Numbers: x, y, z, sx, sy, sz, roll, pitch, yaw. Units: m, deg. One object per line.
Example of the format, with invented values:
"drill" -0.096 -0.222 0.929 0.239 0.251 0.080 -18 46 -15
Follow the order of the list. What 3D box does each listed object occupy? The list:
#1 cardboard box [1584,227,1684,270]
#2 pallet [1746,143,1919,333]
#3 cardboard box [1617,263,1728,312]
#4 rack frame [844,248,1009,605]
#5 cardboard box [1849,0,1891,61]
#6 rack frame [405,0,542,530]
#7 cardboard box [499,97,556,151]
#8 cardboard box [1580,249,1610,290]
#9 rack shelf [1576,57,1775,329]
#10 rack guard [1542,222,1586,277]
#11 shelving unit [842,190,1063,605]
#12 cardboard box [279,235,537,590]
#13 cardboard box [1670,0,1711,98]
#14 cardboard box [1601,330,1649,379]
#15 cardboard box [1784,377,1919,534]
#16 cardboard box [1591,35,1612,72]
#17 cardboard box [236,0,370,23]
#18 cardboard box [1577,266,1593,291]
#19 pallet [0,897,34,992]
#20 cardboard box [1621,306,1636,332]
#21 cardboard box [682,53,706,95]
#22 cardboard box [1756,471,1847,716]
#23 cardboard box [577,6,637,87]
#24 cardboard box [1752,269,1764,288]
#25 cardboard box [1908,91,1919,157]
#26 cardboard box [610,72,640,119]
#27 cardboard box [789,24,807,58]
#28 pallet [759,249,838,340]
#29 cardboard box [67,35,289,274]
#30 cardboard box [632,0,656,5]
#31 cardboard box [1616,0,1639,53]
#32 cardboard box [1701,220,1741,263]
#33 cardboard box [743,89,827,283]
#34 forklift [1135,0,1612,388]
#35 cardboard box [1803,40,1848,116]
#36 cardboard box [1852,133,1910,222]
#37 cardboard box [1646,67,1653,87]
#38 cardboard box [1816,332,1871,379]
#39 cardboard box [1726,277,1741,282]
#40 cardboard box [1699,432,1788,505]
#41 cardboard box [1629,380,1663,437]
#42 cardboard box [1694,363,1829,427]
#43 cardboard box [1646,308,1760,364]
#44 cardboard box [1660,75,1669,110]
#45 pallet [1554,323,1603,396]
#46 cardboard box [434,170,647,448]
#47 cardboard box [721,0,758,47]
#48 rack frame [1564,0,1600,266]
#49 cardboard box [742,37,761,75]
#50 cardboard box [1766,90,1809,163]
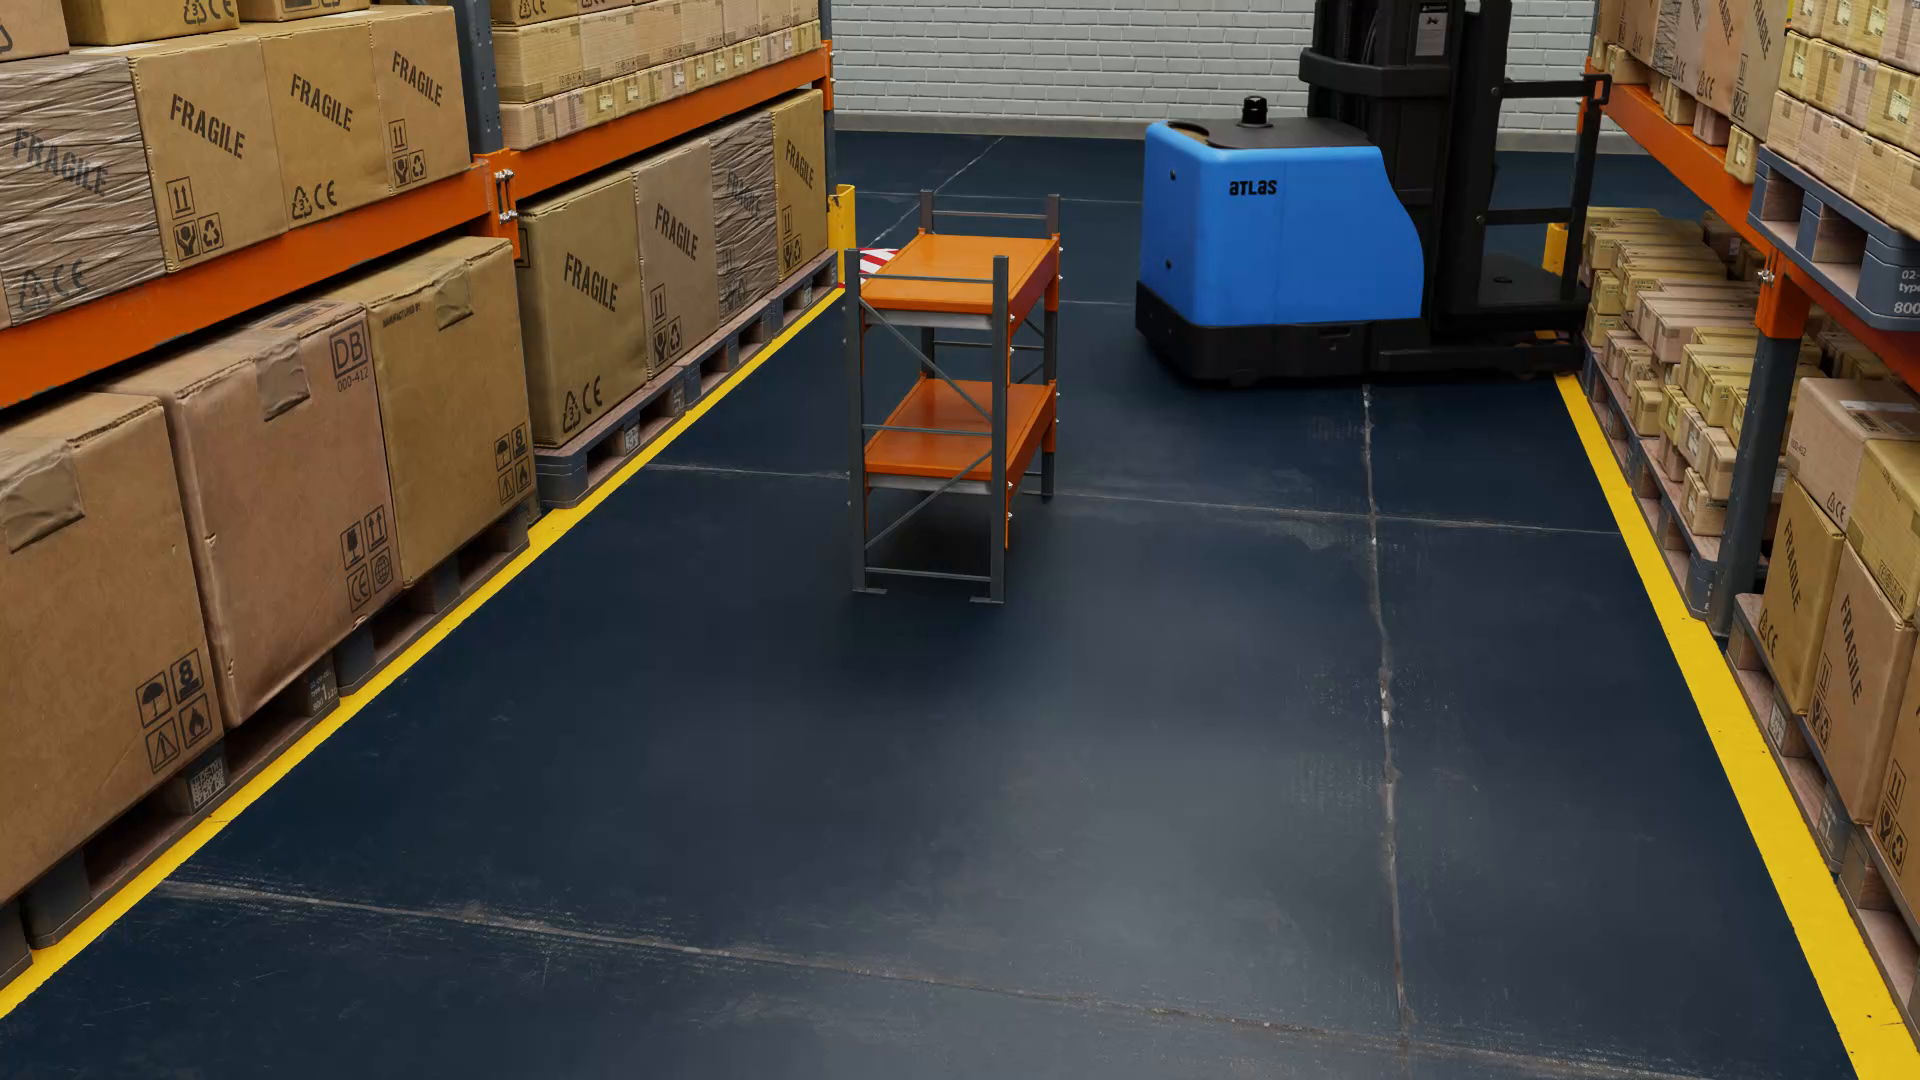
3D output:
"cardboard box" 3.073 -1.324 7.585 0.380 0.149 0.250 4 22 11
"pallet" 2.513 -0.714 3.868 1.003 0.211 1.213 4 22 11
"cardboard box" 2.939 -1.034 6.863 0.380 0.149 0.250 5 22 12
"rack frame" -0.102 -0.338 5.188 0.500 1.125 0.032 4 22 11
"cardboard box" 2.175 -1.121 3.599 0.380 0.149 0.250 5 22 11
"rack frame" -2.024 -1.486 5.529 1.000 3.000 0.127 4 22 11
"cardboard box" -1.638 -1.453 5.782 0.380 0.149 0.250 5 22 11
"cardboard box" 3.158 -1.277 7.864 0.380 0.149 0.250 4 22 11
"rack shelf" 3.219 -1.469 6.449 1.077 0.370 4.000 4 22 11
"rack guard" 3.612 -1.347 8.529 1.175 0.500 0.348 4 22 11
"shelving unit" 0.001 -0.524 5.650 0.538 1.125 1.048 4 22 11
"cardboard box" -2.135 -0.460 5.263 1.225 0.875 0.875 5 22 11
"cardboard box" 2.843 -1.826 5.840 0.500 0.500 0.500 4 22 11
"cardboard box" 2.936 -0.776 7.019 0.380 0.149 0.250 3 22 8
"cardboard box" 2.402 -0.204 4.126 0.500 0.250 0.500 3 22 9
"cardboard box" 3.240 -2.324 7.946 0.380 0.149 0.250 4 22 10
"cardboard box" -2.146 -1.764 4.741 0.797 0.503 0.637 4 22 10
"cardboard box" 3.207 -1.239 8.170 0.380 0.149 0.250 5 22 12
"pallet" -2.605 0.987 3.119 1.003 0.211 1.213 4 22 11
"cardboard box" 3.075 -0.991 7.154 0.380 0.149 0.250 3 22 8
"cardboard box" -1.321 -2.023 7.197 0.380 0.149 0.250 4 22 9
"cardboard box" 2.401 0.143 4.266 0.500 0.500 0.500 5 23 13
"cardboard box" -1.565 -1.888 6.329 0.500 0.250 0.500 4 22 11
"cardboard box" 3.454 -0.997 6.773 0.380 0.149 0.250 4 22 9
"cardboard box" 2.072 -0.795 3.189 0.380 0.149 0.250 5 23 13
"cardboard box" -1.479 -1.741 6.499 0.380 0.149 0.250 4 22 9
"cardboard box" -1.009 -2.582 8.586 0.380 0.149 0.250 5 22 11
"pallet" -1.294 -1.357 8.941 1.003 0.211 1.213 4 22 11
"cardboard box" -2.059 -0.969 4.110 0.500 0.500 0.500 4 22 10
"cardboard box" -1.466 -2.428 6.667 0.500 0.500 0.500 4 22 9
"cardboard box" 3.181 -2.378 7.210 0.500 0.500 0.500 5 22 11
"cardboard box" 3.660 -1.382 7.728 0.380 0.149 0.250 5 22 12
"cardboard box" -1.260 -1.918 8.884 0.875 0.875 0.875 4 22 11
"forklift" 2.438 -2.294 7.627 3.031 2.935 1.130 -4 22 -9
"cardboard box" 2.230 -1.084 3.905 0.380 0.149 0.250 4 22 10
"cardboard box" 2.123 -0.756 3.489 0.380 0.149 0.250 5 22 11
"cardboard box" 3.203 -2.028 7.211 0.380 0.149 0.250 6 23 13
"cardboard box" 3.233 -0.619 5.834 0.380 0.149 0.250 4 22 10
"cardboard box" 3.539 -1.049 7.299 0.380 0.149 0.250 4 22 10
"cardboard box" 2.564 -0.221 5.243 0.380 0.149 0.250 5 22 12
"cardboard box" 2.769 -0.492 6.313 0.380 0.149 0.250 4 22 11
"cardboard box" 2.642 -0.466 5.453 0.380 0.149 0.250 5 22 12
"cardboard box" 2.780 -0.753 6.165 0.380 0.149 0.250 3 22 8
"cardboard box" 2.972 -1.750 6.519 0.380 0.149 0.250 5 23 13
"pallet" 3.411 -0.919 7.852 1.003 0.211 1.213 4 22 11
"cardboard box" -1.811 -0.931 6.432 0.875 0.875 0.875 4 22 11
"cardboard box" -1.254 -2.449 7.721 0.500 0.250 0.500 4 22 9
"rack frame" 3.627 -2.534 8.131 1.000 3.000 0.127 4 22 11
"cardboard box" -1.165 -2.304 7.895 0.380 0.149 0.250 4 22 10
"cardboard box" 2.281 -1.041 4.196 0.380 0.149 0.250 3 22 8
